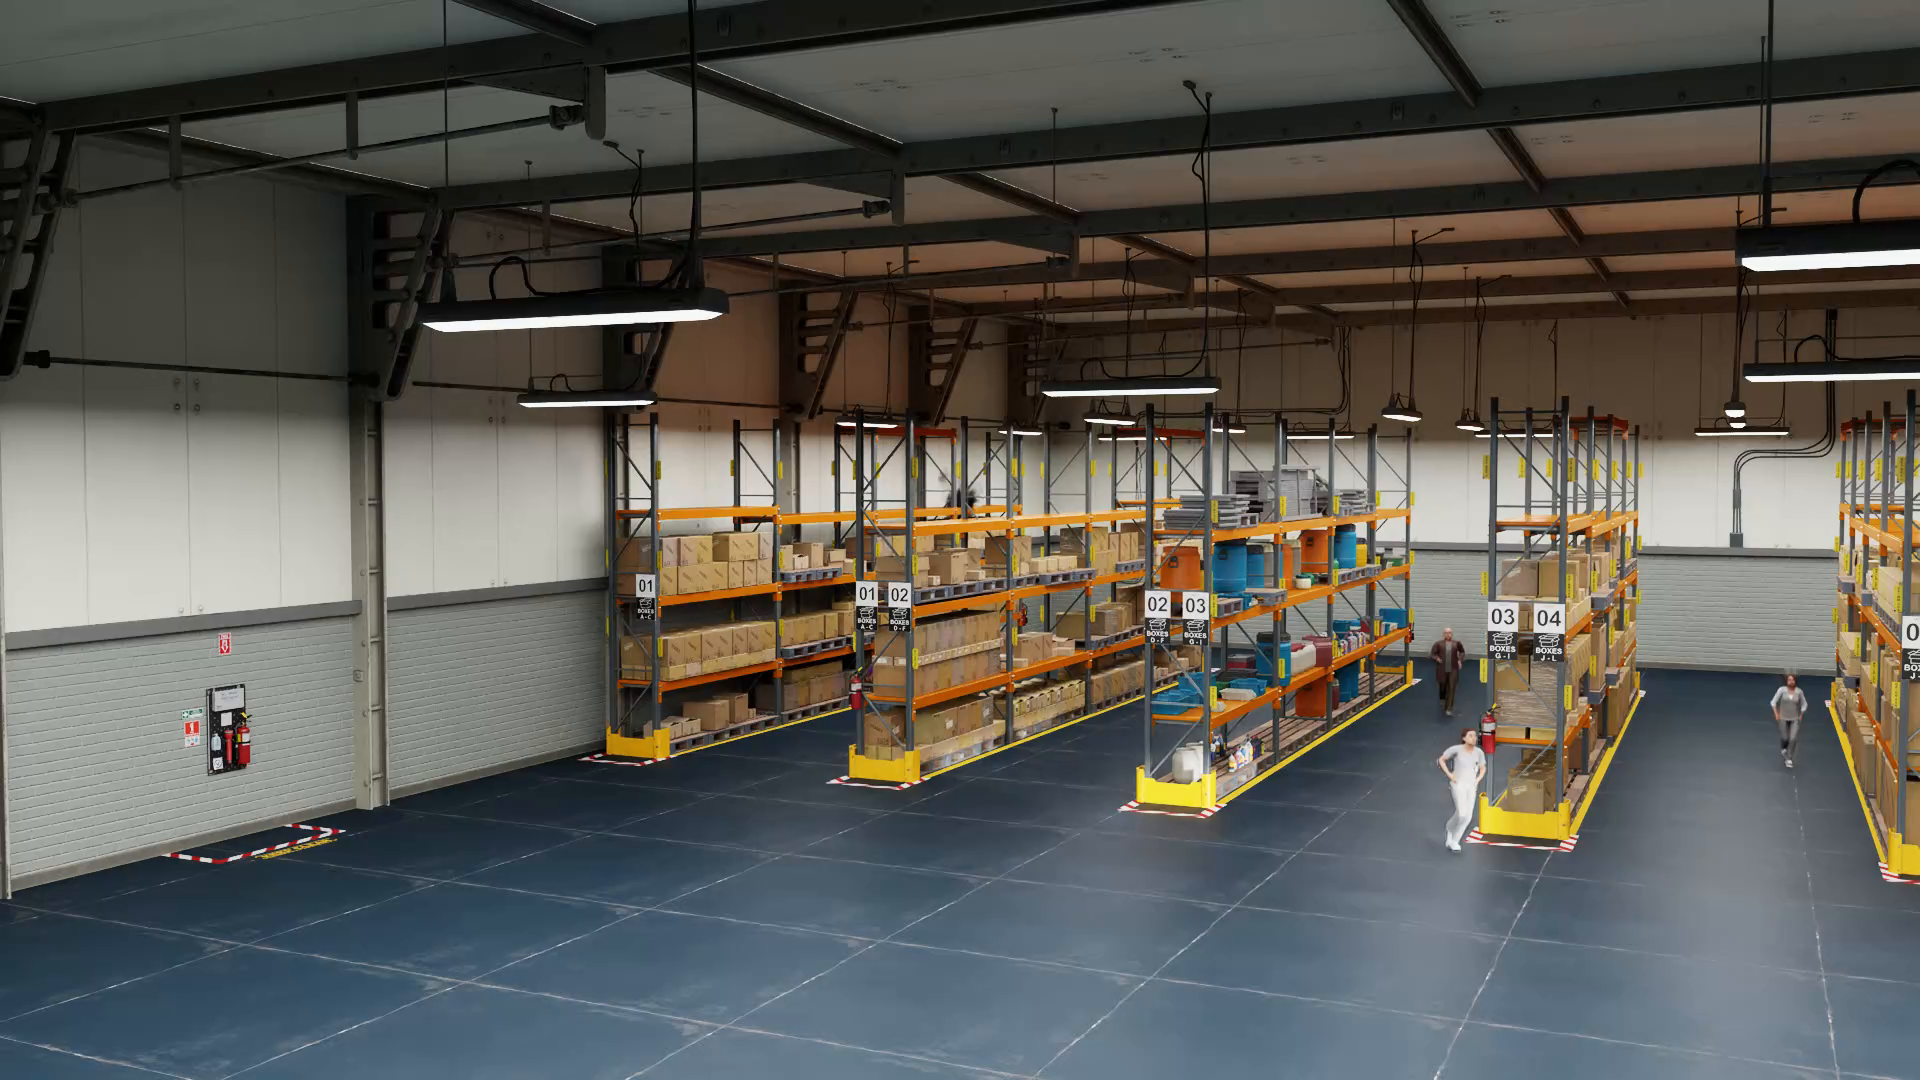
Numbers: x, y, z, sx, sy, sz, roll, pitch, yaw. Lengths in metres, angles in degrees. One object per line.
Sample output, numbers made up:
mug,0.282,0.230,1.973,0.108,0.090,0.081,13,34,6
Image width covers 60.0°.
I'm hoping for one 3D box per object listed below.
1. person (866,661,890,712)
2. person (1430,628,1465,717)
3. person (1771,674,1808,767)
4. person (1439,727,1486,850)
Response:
person,-1.419,2.812,31.046,0.706,1.753,0.939,1,2,12
person,9.967,2.678,33.983,0.709,1.762,1.008,1,2,12
person,14.053,3.044,28.180,0.553,1.565,0.504,1,3,25
person,6.633,3.269,21.844,0.583,1.636,0.524,0,2,-9
